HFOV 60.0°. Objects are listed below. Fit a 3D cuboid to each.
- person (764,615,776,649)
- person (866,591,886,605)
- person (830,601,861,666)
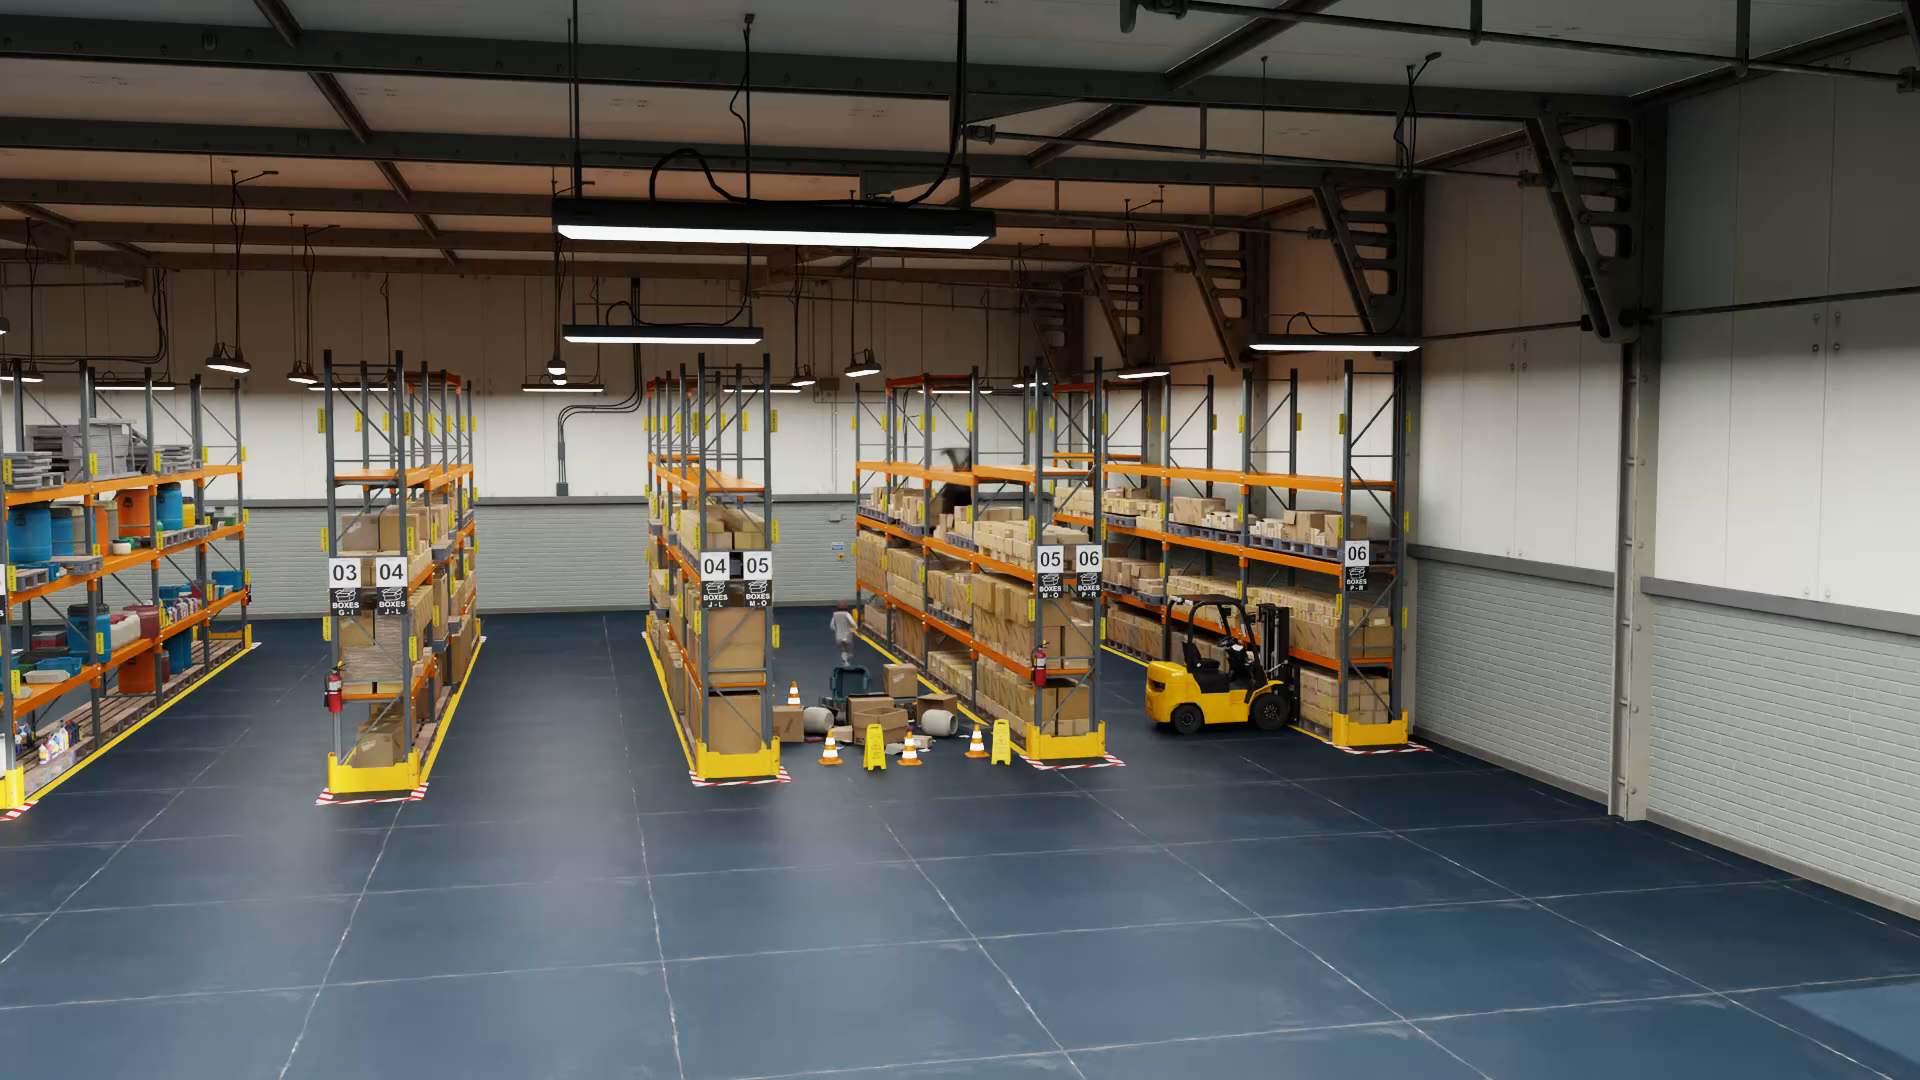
[{"bbox_3d":[-4.249,1.690,35.137,0.821,1.604,0.637,2,4,21],"label":"person"},{"bbox_3d":[-2.078,1.278,41.690,0.895,1.738,0.700,-4,5,-44],"label":"person"},{"bbox_3d":[-2.299,1.970,33.067,0.630,1.511,0.506,1,4,9],"label":"person"}]
